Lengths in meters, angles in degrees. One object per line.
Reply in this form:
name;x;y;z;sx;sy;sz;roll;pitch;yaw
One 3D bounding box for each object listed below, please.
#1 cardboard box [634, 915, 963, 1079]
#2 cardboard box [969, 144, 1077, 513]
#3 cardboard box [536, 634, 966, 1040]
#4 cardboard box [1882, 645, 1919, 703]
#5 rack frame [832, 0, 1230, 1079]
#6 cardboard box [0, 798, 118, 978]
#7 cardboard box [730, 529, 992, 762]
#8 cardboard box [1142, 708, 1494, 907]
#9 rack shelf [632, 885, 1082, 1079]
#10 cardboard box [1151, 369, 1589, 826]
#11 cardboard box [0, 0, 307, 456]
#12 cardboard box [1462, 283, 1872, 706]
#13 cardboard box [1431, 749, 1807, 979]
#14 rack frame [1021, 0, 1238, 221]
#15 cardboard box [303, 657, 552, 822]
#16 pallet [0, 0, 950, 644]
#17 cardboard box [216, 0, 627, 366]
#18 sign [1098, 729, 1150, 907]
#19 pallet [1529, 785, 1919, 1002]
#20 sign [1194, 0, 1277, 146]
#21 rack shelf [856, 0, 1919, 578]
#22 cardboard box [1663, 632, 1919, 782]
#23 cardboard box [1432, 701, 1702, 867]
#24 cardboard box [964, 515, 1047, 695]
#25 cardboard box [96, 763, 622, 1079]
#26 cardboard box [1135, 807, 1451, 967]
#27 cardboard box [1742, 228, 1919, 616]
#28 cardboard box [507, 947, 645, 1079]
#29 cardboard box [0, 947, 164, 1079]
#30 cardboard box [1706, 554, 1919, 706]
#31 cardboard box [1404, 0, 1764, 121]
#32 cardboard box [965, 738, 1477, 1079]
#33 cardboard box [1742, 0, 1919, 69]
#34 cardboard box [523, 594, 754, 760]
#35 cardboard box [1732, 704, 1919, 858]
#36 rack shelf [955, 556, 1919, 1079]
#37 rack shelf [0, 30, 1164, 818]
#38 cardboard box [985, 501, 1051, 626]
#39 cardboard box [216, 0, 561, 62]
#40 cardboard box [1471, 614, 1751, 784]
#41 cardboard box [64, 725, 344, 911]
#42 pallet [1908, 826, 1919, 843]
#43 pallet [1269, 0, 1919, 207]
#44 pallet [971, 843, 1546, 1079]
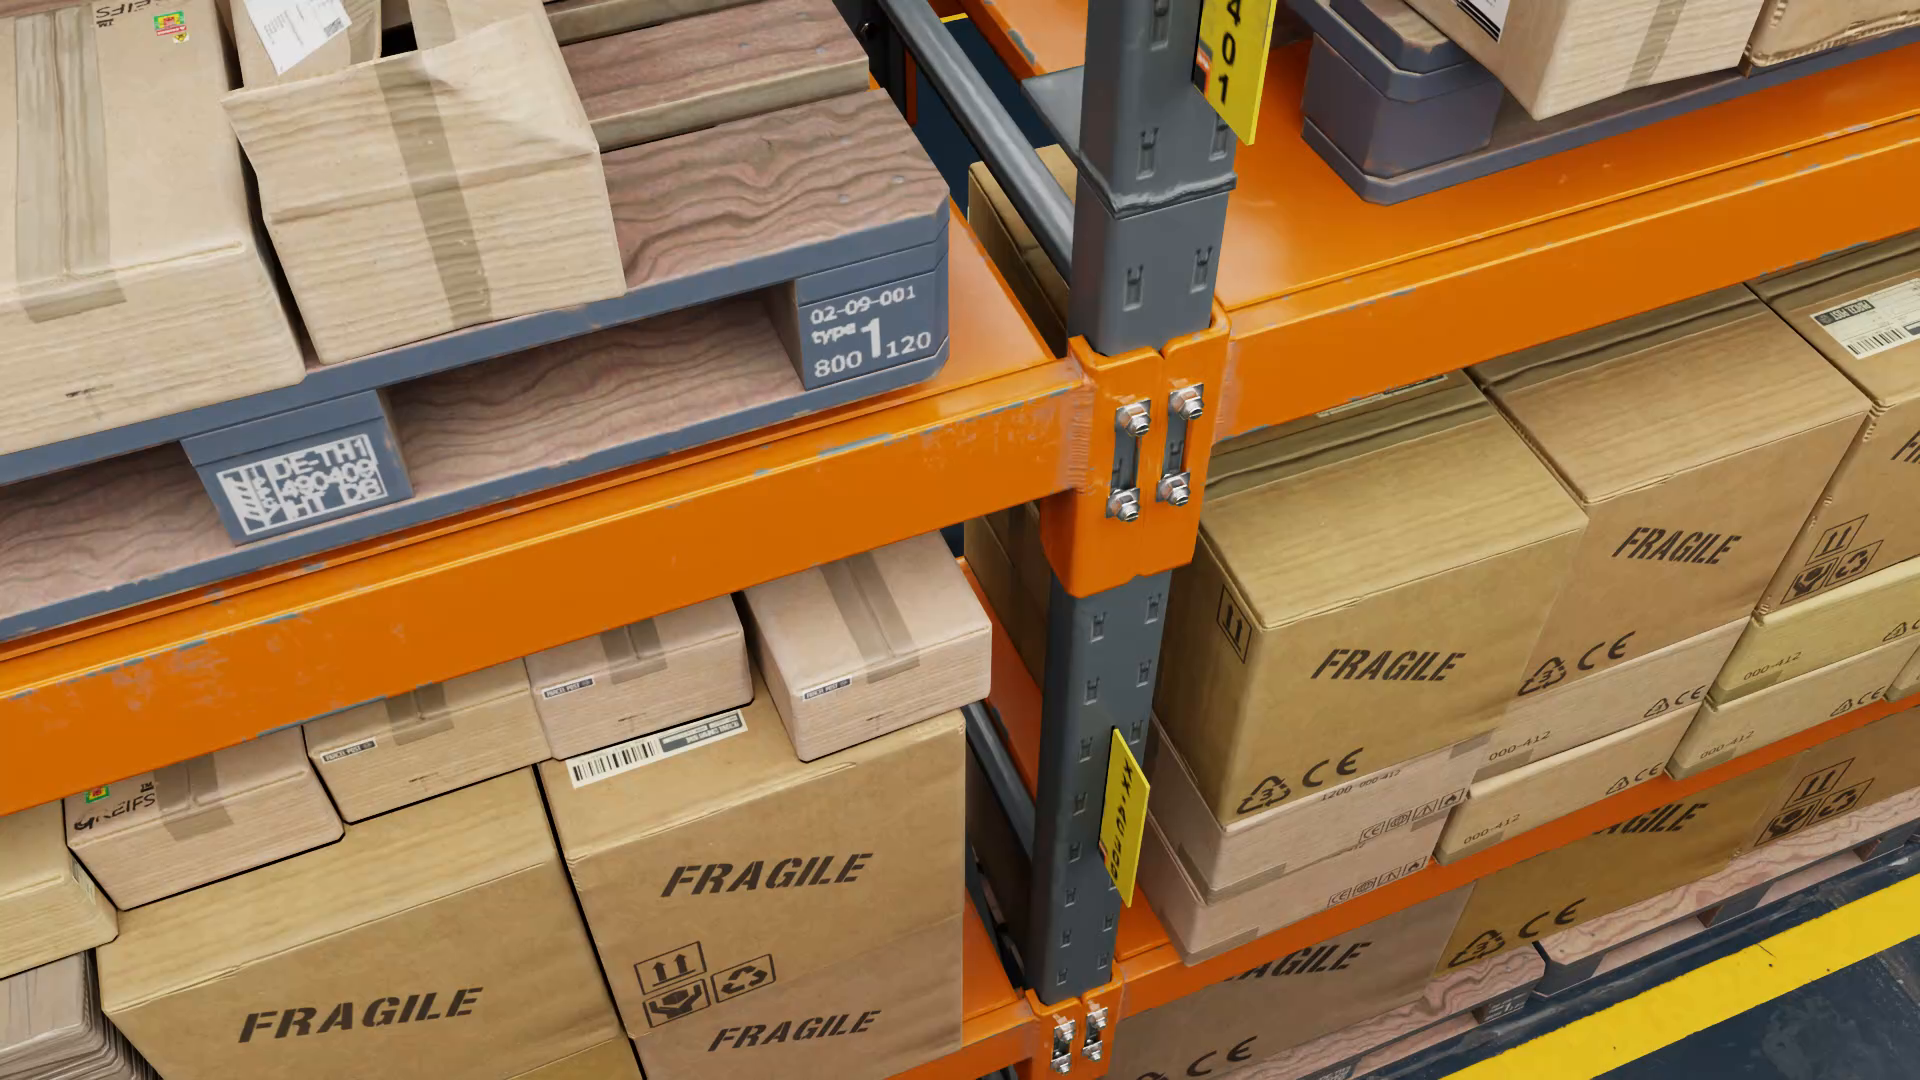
cardboard box;-0.318;0.590;2.700;0.500;0.500;0.500;-17;51;-14
cardboard box;0.333;-0.353;2.851;0.500;0.500;0.500;-16;51;-13
cardboard box;-0.318;0.281;2.306;0.500;0.500;0.500;-18;52;-15
cardboard box;1.947;-0.004;3.375;0.500;0.250;0.500;-18;52;-15
rack frame;0.015;0.310;3.006;0.127;3.000;1.000;-17;52;-14
cardboard box;-1.115;0.299;1.864;0.250;0.149;0.380;-18;52;-15
cardboard box;-0.150;0.052;2.075;0.250;0.149;0.380;-18;52;-15
cardboard box;0.529;0.268;2.812;0.500;0.250;0.500;-19;52;-15
rack shelf;-1.837;1.118;2.787;4.000;0.370;1.077;-17;52;-14
cardboard box;0.531;0.028;2.524;0.500;0.500;0.500;-17;51;-14
cardboard box;-0.700;-0.271;1.351;0.250;0.149;0.380;-16;51;-13
cardboard box;0.991;-0.138;2.666;0.500;0.500;0.500;-17;52;-14
cardboard box;1.392;0.367;4.081;0.875;0.875;0.875;-16;51;-13
rack frame;0.015;-1.644;0.730;0.127;3.000;1.000;-17;52;-14
cardboard box;-0.670;0.117;2.020;0.250;0.149;0.380;-17;51;-14
pallet;-0.747;-0.411;1.707;1.213;0.211;1.003;-17;52;-14
cardboard box;-0.455;-0.385;1.372;0.258;0.266;0.396;-16;51;-13
sign;0.226;0.392;2.313;0.005;0.325;0.100;-17;52;-14
pallet;1.832;0.592;4.603;1.213;0.211;1.003;-17;52;-14
sign;0.226;-0.472;1.308;0.005;0.325;0.100;-17;52;-14
rack shelf;1.866;-1.006;2.634;4.000;0.370;1.077;-17;52;-14
cardboard box;1.481;0.133;3.257;0.500;0.250;0.500;-18;52;-15
cardboard box;1.000;0.269;3.141;0.500;0.250;0.500;-18;52;-15
cardboard box;0.335;0.053;3.326;0.500;0.250;0.500;-18;52;-15
cardboard box;-0.790;0.421;2.186;0.500;0.500;0.500;-18;52;-15
cardboard box;0.522;0.418;3.012;0.500;0.250;0.500;-18;52;-15
cardboard box;1.457;-0.280;2.788;0.500;0.500;0.500;-18;52;-15
cardboard box;-0.792;0.742;2.570;0.500;0.500;0.500;-18;52;-15
cardboard box;-1.258;0.574;2.055;0.500;0.500;0.500;-17;51;-14
cardboard box;1.478;-0.027;3.065;0.500;0.250;0.500;-17;51;-14
cardboard box;0.610;-0.658;1.672;0.258;0.266;0.396;-18;52;-15
cardboard box;0.559;0.632;3.854;0.875;0.875;0.875;-16;51;-13
cardboard box;0.940;-0.886;1.713;0.500;0.500;0.500;-18;52;-15
cardboard box;-0.435;0.052;2.076;0.250;0.149;0.380;-16;51;-13
cardboard box;2.220;0.111;4.301;0.875;0.875;0.875;-17;51;-14
rack shelf;1.866;-0.029;3.772;4.000;0.370;1.077;-17;52;-14
rack shelf;-1.837;0.141;1.649;4.000;0.370;1.077;-17;52;-14
cardboard box;0.331;-0.101;3.129;0.500;0.250;0.500;-17;52;-14
cardboard box;-0.609;-0.848;1.615;0.500;0.500;0.500;-16;51;-14
cardboard box;1.001;0.099;2.957;0.500;0.250;0.500;-16;51;-14
cardboard box;-0.897;0.202;1.947;0.250;0.149;0.380;-18;52;-15
pallet;2.959;0.245;4.901;1.213;0.211;1.003;-17;52;-14
pallet;0.845;-0.902;2.197;1.217;0.209;0.805;-19;52;-16
pallet;0.701;0.945;4.300;1.213;0.211;1.003;-17;52;-14
